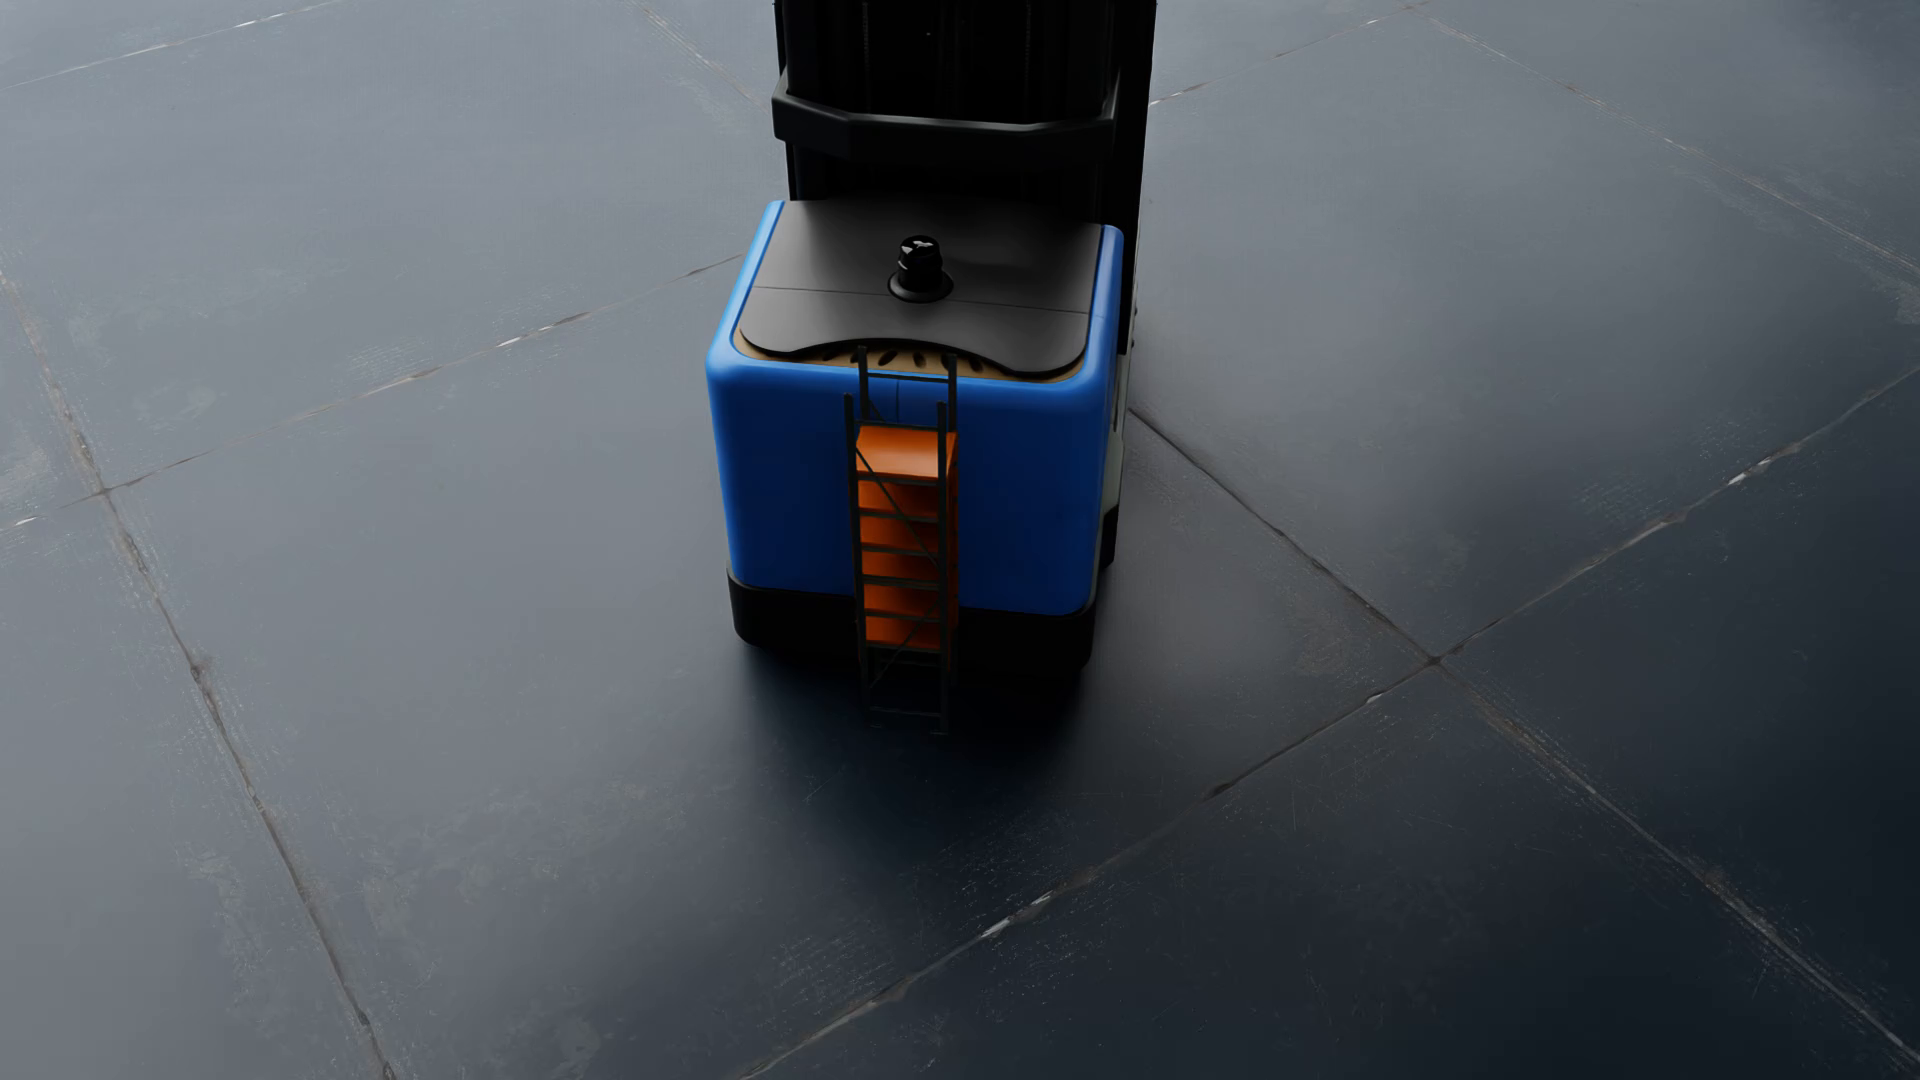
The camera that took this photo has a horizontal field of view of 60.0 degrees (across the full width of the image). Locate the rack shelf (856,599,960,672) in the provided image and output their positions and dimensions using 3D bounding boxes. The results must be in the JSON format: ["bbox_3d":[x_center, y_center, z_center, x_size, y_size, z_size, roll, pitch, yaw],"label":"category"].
[{"bbox_3d":[-0.139,0.248,4.533,0.258,0.103,0.180,5,44,6],"label":"rack shelf"}]

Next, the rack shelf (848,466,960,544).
[{"bbox_3d":[-0.139,-0.099,4.202,0.258,0.103,0.180,5,44,6],"label":"rack shelf"}]

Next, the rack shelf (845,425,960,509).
[{"bbox_3d":[-0.139,-0.186,4.119,0.258,0.103,0.180,5,44,6],"label":"rack shelf"}]

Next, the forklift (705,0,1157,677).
[{"bbox_3d":[0.047,-1.692,4.900,1.130,2.935,3.031,5,44,6],"label":"forklift"}]

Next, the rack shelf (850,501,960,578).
[{"bbox_3d":[-0.139,-0.013,4.285,0.258,0.103,0.180,5,44,6],"label":"rack shelf"}]

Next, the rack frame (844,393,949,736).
[{"bbox_3d":[-0.151,0.105,4.271,0.240,1.200,0.006,5,44,6],"label":"rack frame"}]

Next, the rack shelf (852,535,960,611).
[{"bbox_3d":[-0.139,0.074,4.368,0.258,0.103,0.180,5,44,6],"label":"rack shelf"}]

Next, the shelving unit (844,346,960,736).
[{"bbox_3d":[-0.139,0.042,4.337,0.258,1.200,0.189,5,44,6],"label":"shelving unit"}]

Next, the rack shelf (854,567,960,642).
[{"bbox_3d":[-0.139,0.161,4.451,0.258,0.103,0.180,5,44,6],"label":"rack shelf"}]

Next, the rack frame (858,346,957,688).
[{"bbox_3d":[-0.127,-0.021,4.403,0.240,1.200,0.006,5,44,6],"label":"rack frame"}]
